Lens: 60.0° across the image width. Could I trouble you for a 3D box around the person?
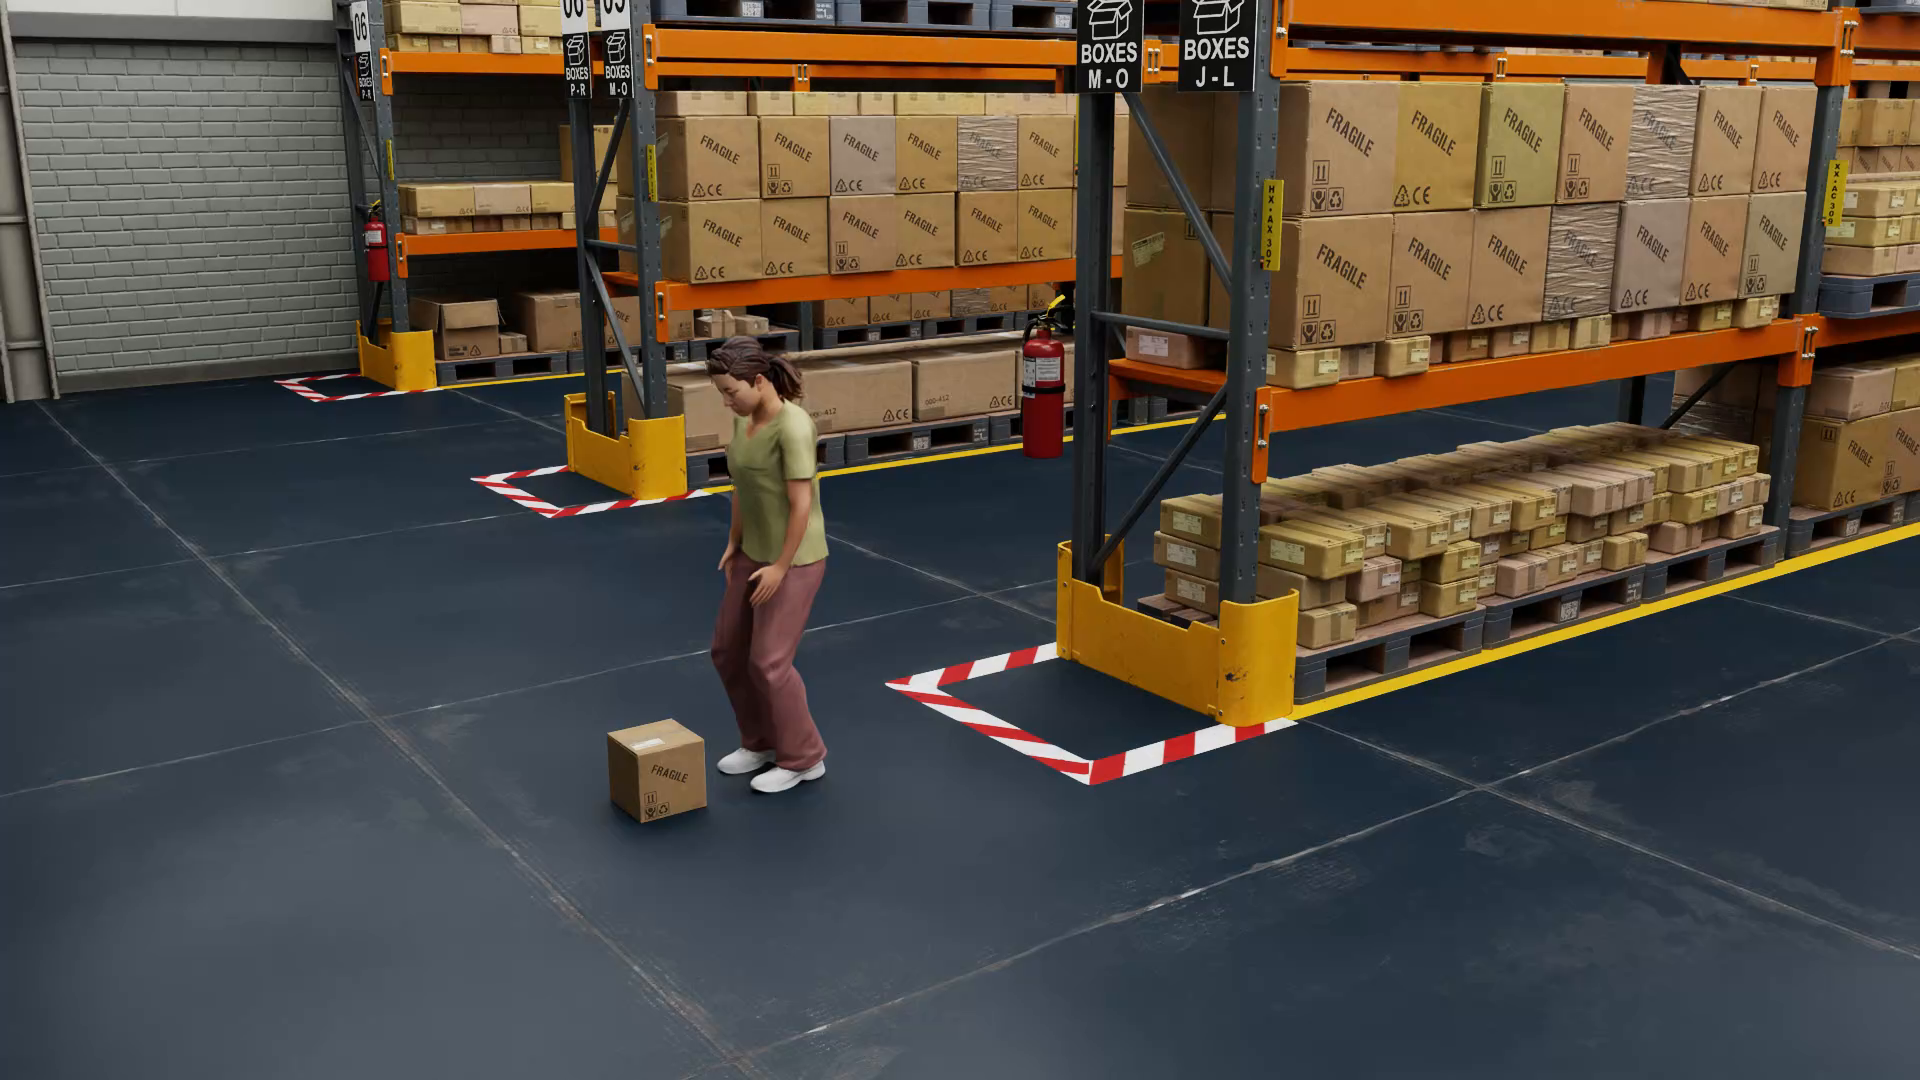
[{"bbox_3d":[-0.666,0.082,5.835,0.406,1.617,0.474,-10,17,-33],"label":"person"}]
